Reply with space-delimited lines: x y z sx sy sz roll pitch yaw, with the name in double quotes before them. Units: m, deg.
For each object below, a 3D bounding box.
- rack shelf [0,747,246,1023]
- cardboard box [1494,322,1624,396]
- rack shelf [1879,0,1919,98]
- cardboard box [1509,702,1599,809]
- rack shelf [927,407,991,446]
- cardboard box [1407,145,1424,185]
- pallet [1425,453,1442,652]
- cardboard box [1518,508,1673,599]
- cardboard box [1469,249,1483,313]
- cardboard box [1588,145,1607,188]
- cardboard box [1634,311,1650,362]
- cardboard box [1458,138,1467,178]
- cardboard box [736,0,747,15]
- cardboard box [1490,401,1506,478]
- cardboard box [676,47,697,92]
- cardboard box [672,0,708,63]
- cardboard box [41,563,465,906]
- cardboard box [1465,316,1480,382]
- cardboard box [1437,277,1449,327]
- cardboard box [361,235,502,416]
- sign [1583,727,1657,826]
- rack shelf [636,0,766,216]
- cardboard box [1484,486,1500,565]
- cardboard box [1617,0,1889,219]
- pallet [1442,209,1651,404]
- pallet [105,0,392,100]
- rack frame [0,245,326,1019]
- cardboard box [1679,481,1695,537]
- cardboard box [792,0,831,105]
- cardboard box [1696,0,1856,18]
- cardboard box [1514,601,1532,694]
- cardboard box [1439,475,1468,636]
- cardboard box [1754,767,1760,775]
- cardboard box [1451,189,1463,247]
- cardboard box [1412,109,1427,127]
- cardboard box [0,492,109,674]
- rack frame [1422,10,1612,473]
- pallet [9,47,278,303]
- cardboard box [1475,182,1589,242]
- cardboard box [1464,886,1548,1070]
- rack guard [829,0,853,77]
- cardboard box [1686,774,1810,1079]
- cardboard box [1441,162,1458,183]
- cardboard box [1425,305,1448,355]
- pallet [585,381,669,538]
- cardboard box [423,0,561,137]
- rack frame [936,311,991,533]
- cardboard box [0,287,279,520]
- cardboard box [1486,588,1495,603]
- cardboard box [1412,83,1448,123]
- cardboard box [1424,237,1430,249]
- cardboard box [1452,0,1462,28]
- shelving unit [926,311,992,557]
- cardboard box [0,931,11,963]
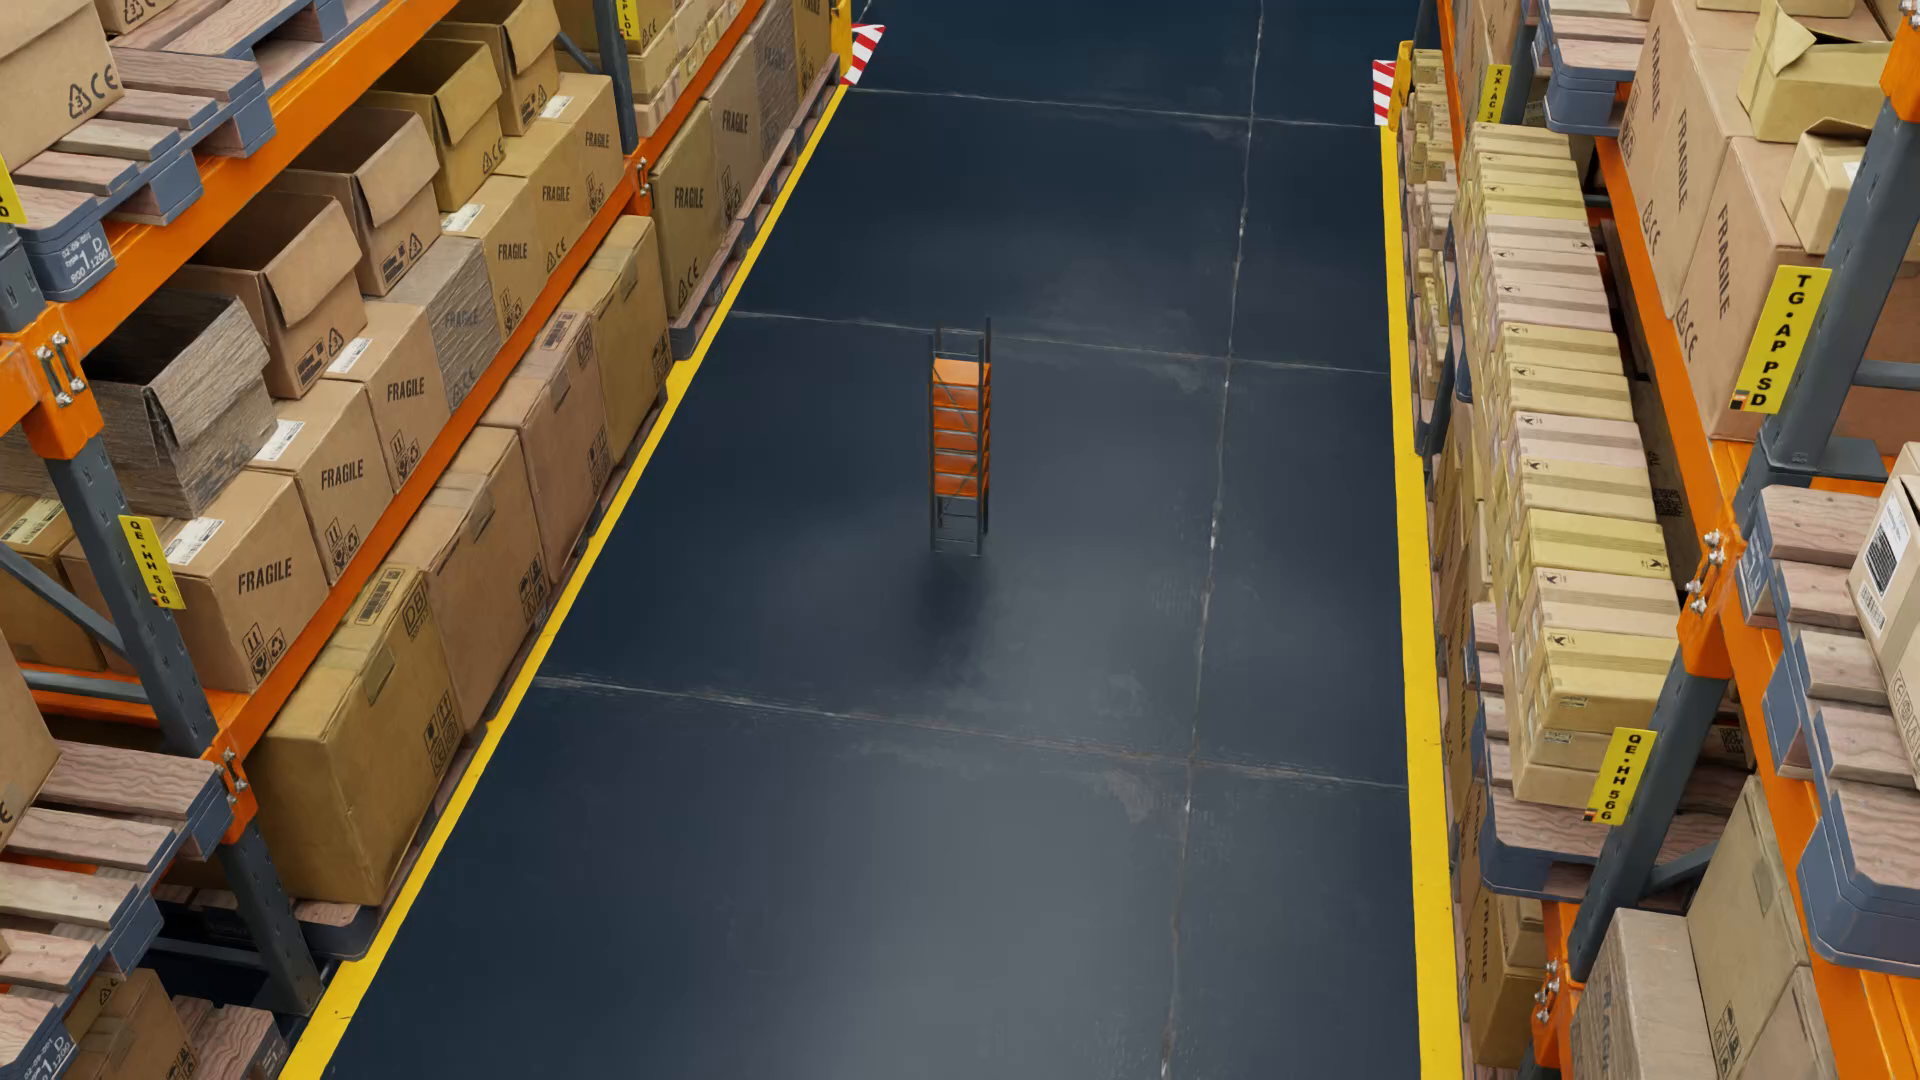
"rack shelf" -3.104 1.958 3.689 1.077 0.370 4.000 6 40 8
"cardboard box" 2.015 -0.591 5.609 0.380 0.149 0.250 8 40 9
"rack shelf" 2.456 -2.100 4.203 1.077 0.370 4.000 6 40 8
"cardboard box" 1.742 0.610 4.622 0.380 0.149 0.250 7 40 8
"rack shelf" -0.002 -0.512 7.405 0.258 0.103 0.180 6 40 8
"cardboard box" 2.935 -2.276 10.154 0.380 0.149 0.250 7 40 8
"pallet" 2.669 0.089 7.574 1.003 0.211 1.213 6 40 8
"cardboard box" 1.834 0.062 4.819 0.380 0.149 0.250 8 40 9
"cardboard box" 2.149 -0.970 6.300 0.380 0.149 0.250 5 40 6
"cardboard box" 3.136 -1.911 7.492 0.500 0.500 0.500 6 40 7
"cardboard box" 2.795 -0.792 6.318 0.380 0.149 0.250 4 40 5
"cardboard box" 2.558 -1.756 7.814 0.380 0.149 0.250 5 40 6
"cardboard box" -1.419 -3.116 9.458 0.380 0.149 0.250 5 40 6
"cardboard box" 1.968 -0.314 5.507 0.380 0.149 0.250 7 40 9
"cardboard box" -1.597 -2.467 8.674 0.380 0.149 0.250 8 40 9
"cardboard box" -1.636 -2.719 8.666 0.500 0.250 0.500 6 40 7
"cardboard box" -2.618 0.652 6.042 1.225 0.875 0.875 5 40 6
"cardboard box" 2.103 -0.695 6.201 0.380 0.149 0.250 5 40 6
"cardboard box" 2.612 -1.184 8.365 0.380 0.149 0.250 7 40 8
"cardboard box" -2.145 -0.847 6.439 0.500 0.500 0.500 7 40 8
"sign" 1.574 0.566 3.962 0.100 0.325 0.005 6 40 8
"rack shelf" -1.720 -3.063 9.762 1.077 0.370 4.000 6 40 8
"cardboard box" 1.923 -0.032 5.399 0.380 0.149 0.250 5 40 6
"cardboard box" 2.122 -1.174 4.480 0.500 0.500 0.500 6 40 8
"pallet" 2.526 -0.937 6.777 1.003 0.211 1.213 6 40 8
"pallet" -2.508 -1.770 5.428 1.003 0.211 1.213 8 40 10
"rack frame" -2.758 0.425 4.978 1.000 3.000 0.127 6 40 8
"cardboard box" 2.613 -0.120 5.506 0.380 0.149 0.250 7 40 8
"cardboard box" -1.406 -3.528 11.098 0.875 0.875 0.875 6 40 8
"cardboard box" 2.126 -1.546 4.329 0.396 0.266 0.258 6 40 8
"cardboard box" 1.791 0.328 4.730 0.380 0.149 0.250 8 40 9
"cardboard box" 2.323 0.094 7.012 0.500 0.500 0.500 8 40 10
"cardboard box" 2.386 0.712 4.499 0.380 0.149 0.250 6 40 7
"cardboard box" 2.281 -1.343 6.985 0.380 0.149 0.250 5 40 6
"cardboard box" 3.047 -2.697 10.429 0.380 0.149 0.250 6 40 7
"cardboard box" -2.917 0.050 5.354 0.500 0.500 0.500 8 40 9
"rack frame" 2.802 -1.475 7.276 1.000 3.000 0.127 6 40 8
"pallet" -2.699 -1.068 4.578 1.213 0.211 1.003 8 40 10
"cardboard box" 2.191 -1.236 6.389 0.380 0.149 0.250 7 40 8
"cardboard box" 1.966 1.395 5.437 0.500 0.500 0.500 6 40 7
"rack guard" -1.370 -3.647 11.866 1.175 0.500 0.348 6 40 8
"cardboard box" 2.022 0.893 3.550 0.700 0.500 0.500 6 40 7
"cardboard box" 2.911 -1.990 9.340 0.380 0.149 0.250 6 40 8
"cardboard box" 2.578 -1.056 8.445 0.380 0.149 0.250 5 40 6
"pallet" -2.125 -0.518 8.307 1.003 0.211 1.213 6 40 8
"cardboard box" -2.168 -2.108 7.177 0.797 0.503 0.637 5 40 7
"rack frame" 0.013 -0.511 7.523 0.240 1.200 0.006 6 40 8
"cardboard box" -2.616 -0.457 5.180 0.797 0.503 0.637 8 40 9
"cardboard box" 2.150 0.455 5.986 0.500 0.250 0.500 7 40 9
"cardboard box" 2.970 -2.656 10.146 0.380 0.149 0.250 6 40 8
"cardboard box" 2.824 -1.627 9.369 0.380 0.149 0.250 7 40 9
"cardboard box" 2.897 -2.921 8.714 0.500 0.500 0.500 5 40 7
"shelving unit" -0.002 -0.453 7.454 0.258 1.200 0.189 6 40 8
"cardboard box" -2.810 0.930 3.960 0.700 0.500 0.500 12 41 14
